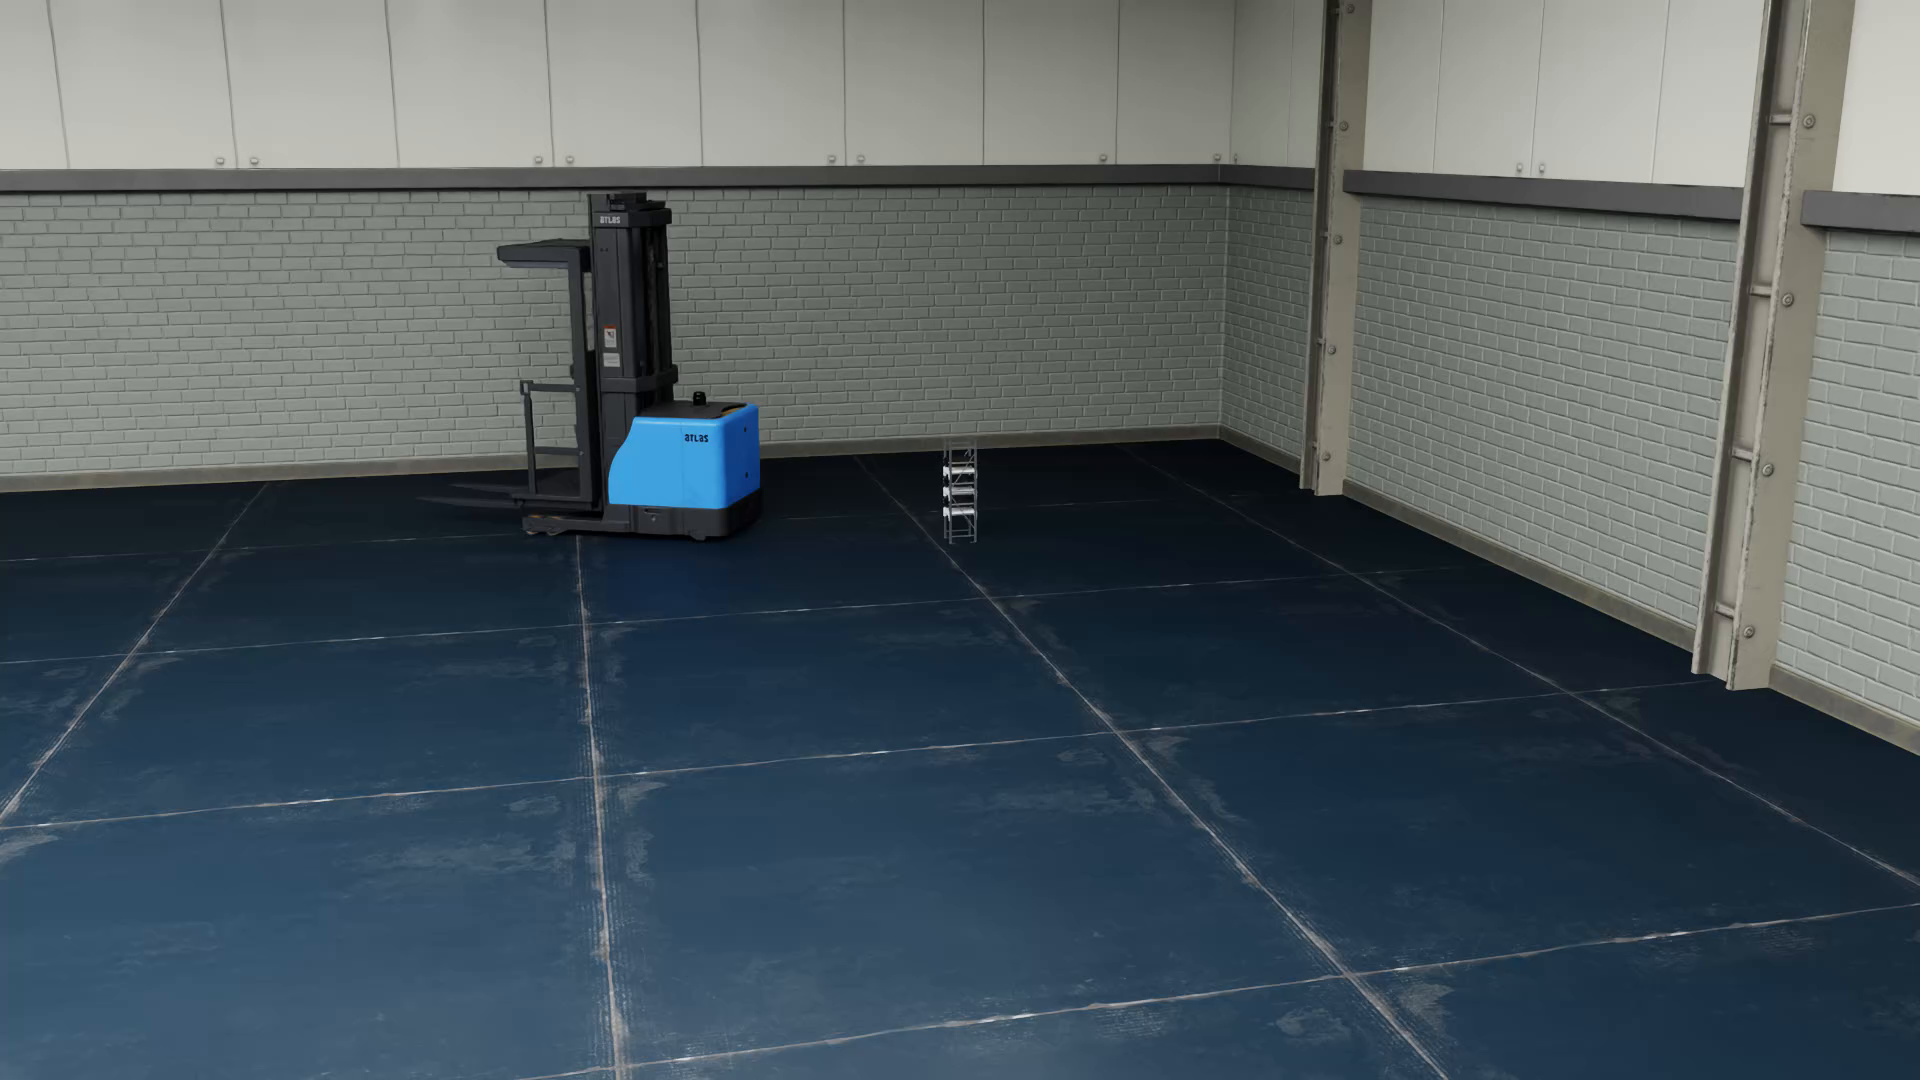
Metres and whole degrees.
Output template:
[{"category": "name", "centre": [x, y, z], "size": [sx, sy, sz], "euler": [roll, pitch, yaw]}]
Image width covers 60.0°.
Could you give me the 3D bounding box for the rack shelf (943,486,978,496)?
[{"category": "rack shelf", "centre": [0.002, -0.403, 14.320], "size": [0.258, 0.077, 0.200], "euler": [-3, 14, -13]}]

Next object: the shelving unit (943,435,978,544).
[{"category": "shelving unit", "centre": [0.002, -0.435, 14.313], "size": [0.258, 0.900, 0.210], "euler": [-3, 14, -13]}]

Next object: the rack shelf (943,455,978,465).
[{"category": "rack shelf", "centre": [0.002, -0.665, 14.256], "size": [0.258, 0.077, 0.200], "euler": [-3, 14, -13]}]

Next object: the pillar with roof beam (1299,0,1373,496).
[{"category": "pillar with roof beam", "centre": [-0.610, -4.617, 14.364], "size": [9.100, 9.000, 0.400], "euler": [-3, 14, -13]}]

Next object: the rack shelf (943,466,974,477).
[{"category": "rack shelf", "centre": [0.002, -0.578, 14.278], "size": [0.258, 0.077, 0.200], "euler": [-3, 14, -13]}]

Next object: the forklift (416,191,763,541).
[{"category": "forklift", "centre": [-3.367, -1.579, 14.714], "size": [3.031, 2.935, 1.130], "euler": [3, 14, 13]}]

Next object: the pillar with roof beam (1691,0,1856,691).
[{"category": "pillar with roof beam", "centre": [0.800, -3.233, 8.698], "size": [9.100, 9.000, 0.400], "euler": [-3, 14, -13]}]

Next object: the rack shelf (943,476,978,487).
[{"category": "rack shelf", "centre": [0.002, -0.490, 14.299], "size": [0.258, 0.077, 0.200], "euler": [-3, 14, -13]}]

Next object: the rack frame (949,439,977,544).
[{"category": "rack frame", "centre": [0.026, -0.412, 14.217], "size": [0.240, 0.900, 0.006], "euler": [-3, 14, -13]}]

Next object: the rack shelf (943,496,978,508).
[{"category": "rack shelf", "centre": [0.002, -0.315, 14.342], "size": [0.258, 0.077, 0.200], "euler": [-3, 14, -13]}]

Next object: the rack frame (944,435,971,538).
[{"category": "rack frame", "centre": [-0.022, -0.459, 14.409], "size": [0.240, 0.900, 0.006], "euler": [-3, 14, -13]}]

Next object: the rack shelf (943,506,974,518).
[{"category": "rack shelf", "centre": [0.002, -0.228, 14.363], "size": [0.258, 0.077, 0.200], "euler": [-3, 14, -13]}]
